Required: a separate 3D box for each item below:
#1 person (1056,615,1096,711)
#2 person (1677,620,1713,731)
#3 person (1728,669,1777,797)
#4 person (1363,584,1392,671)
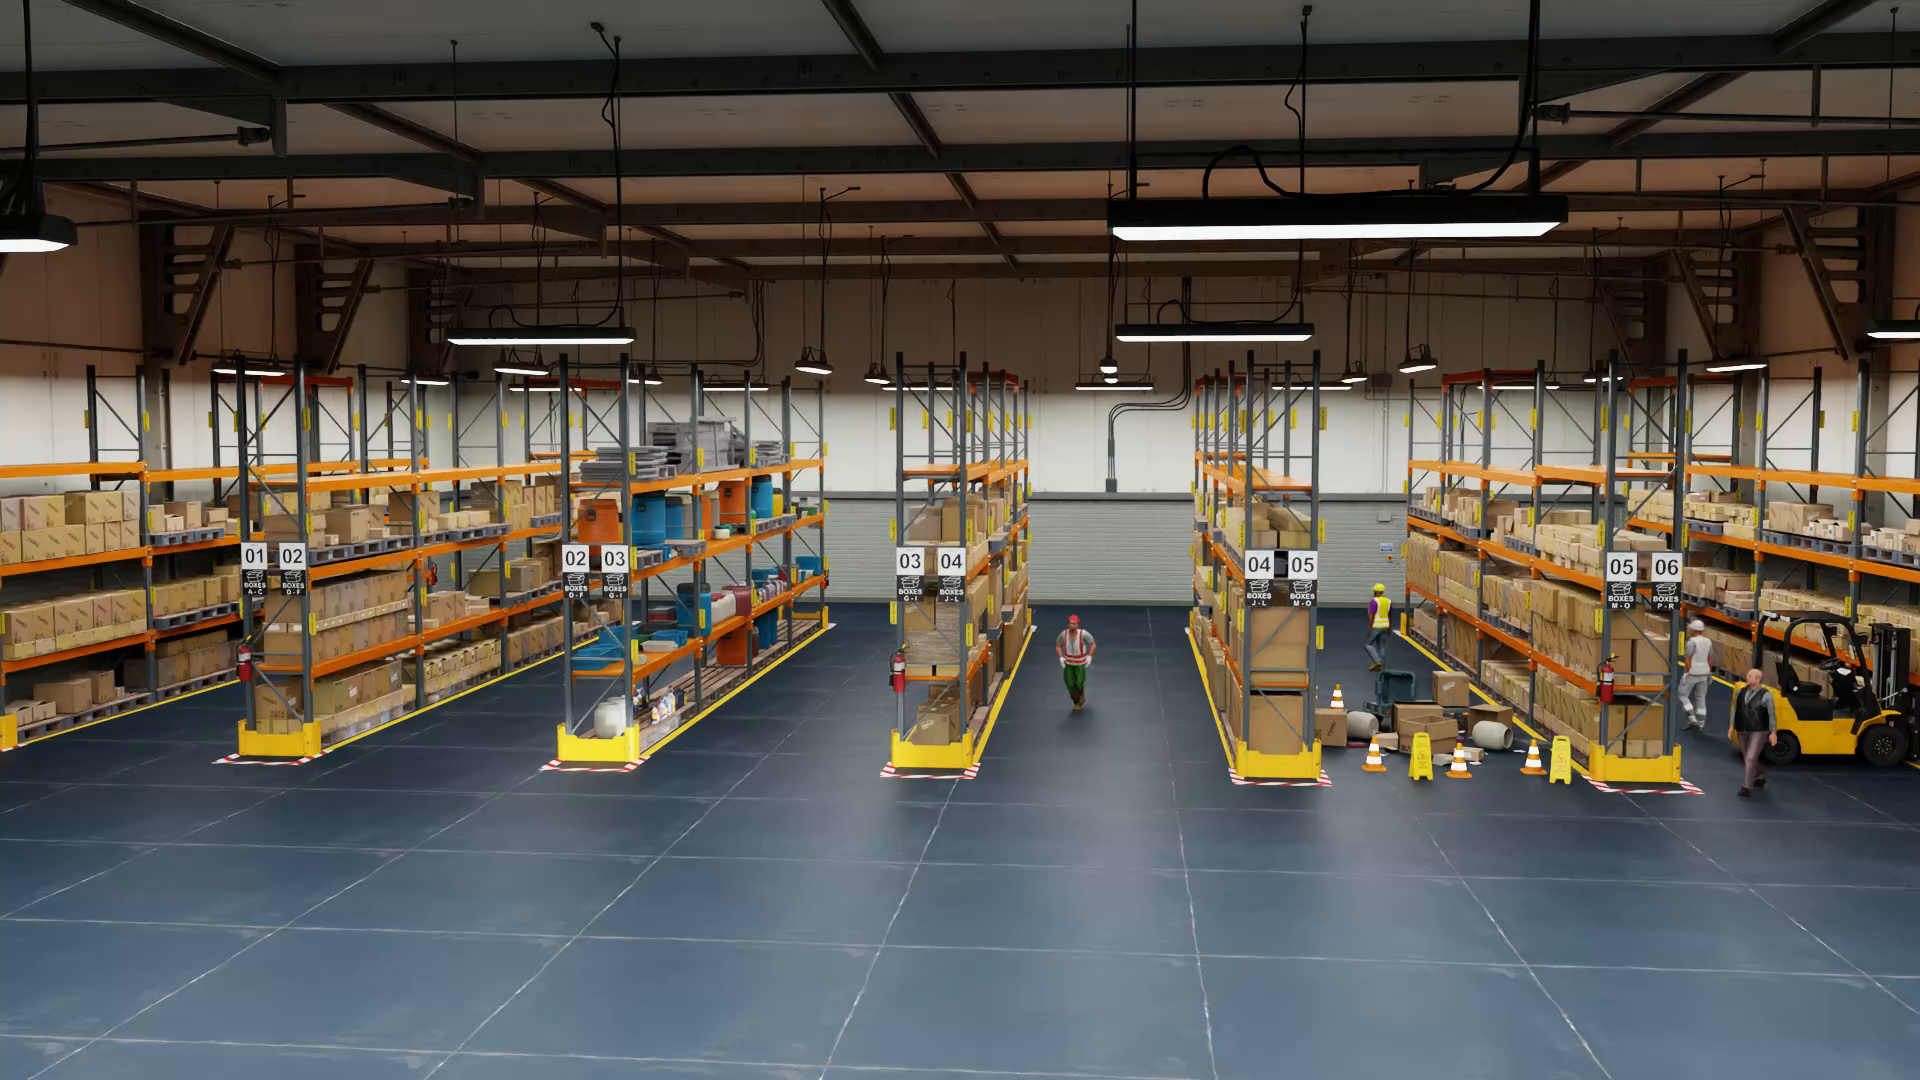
[{"bbox_3d":[1.999,2.123,28.723,0.691,1.690,0.602,1,4,16],"label":"person"},{"bbox_3d":[11.929,2.199,26.947,0.593,1.802,0.403,-1,4,-20],"label":"person"},{"bbox_3d":[10.614,2.571,22.315,0.995,1.682,0.583,-3,5,-37],"label":"person"},{"bbox_3d":[8.391,1.759,33.253,0.616,1.767,0.467,-2,5,-29],"label":"person"}]
